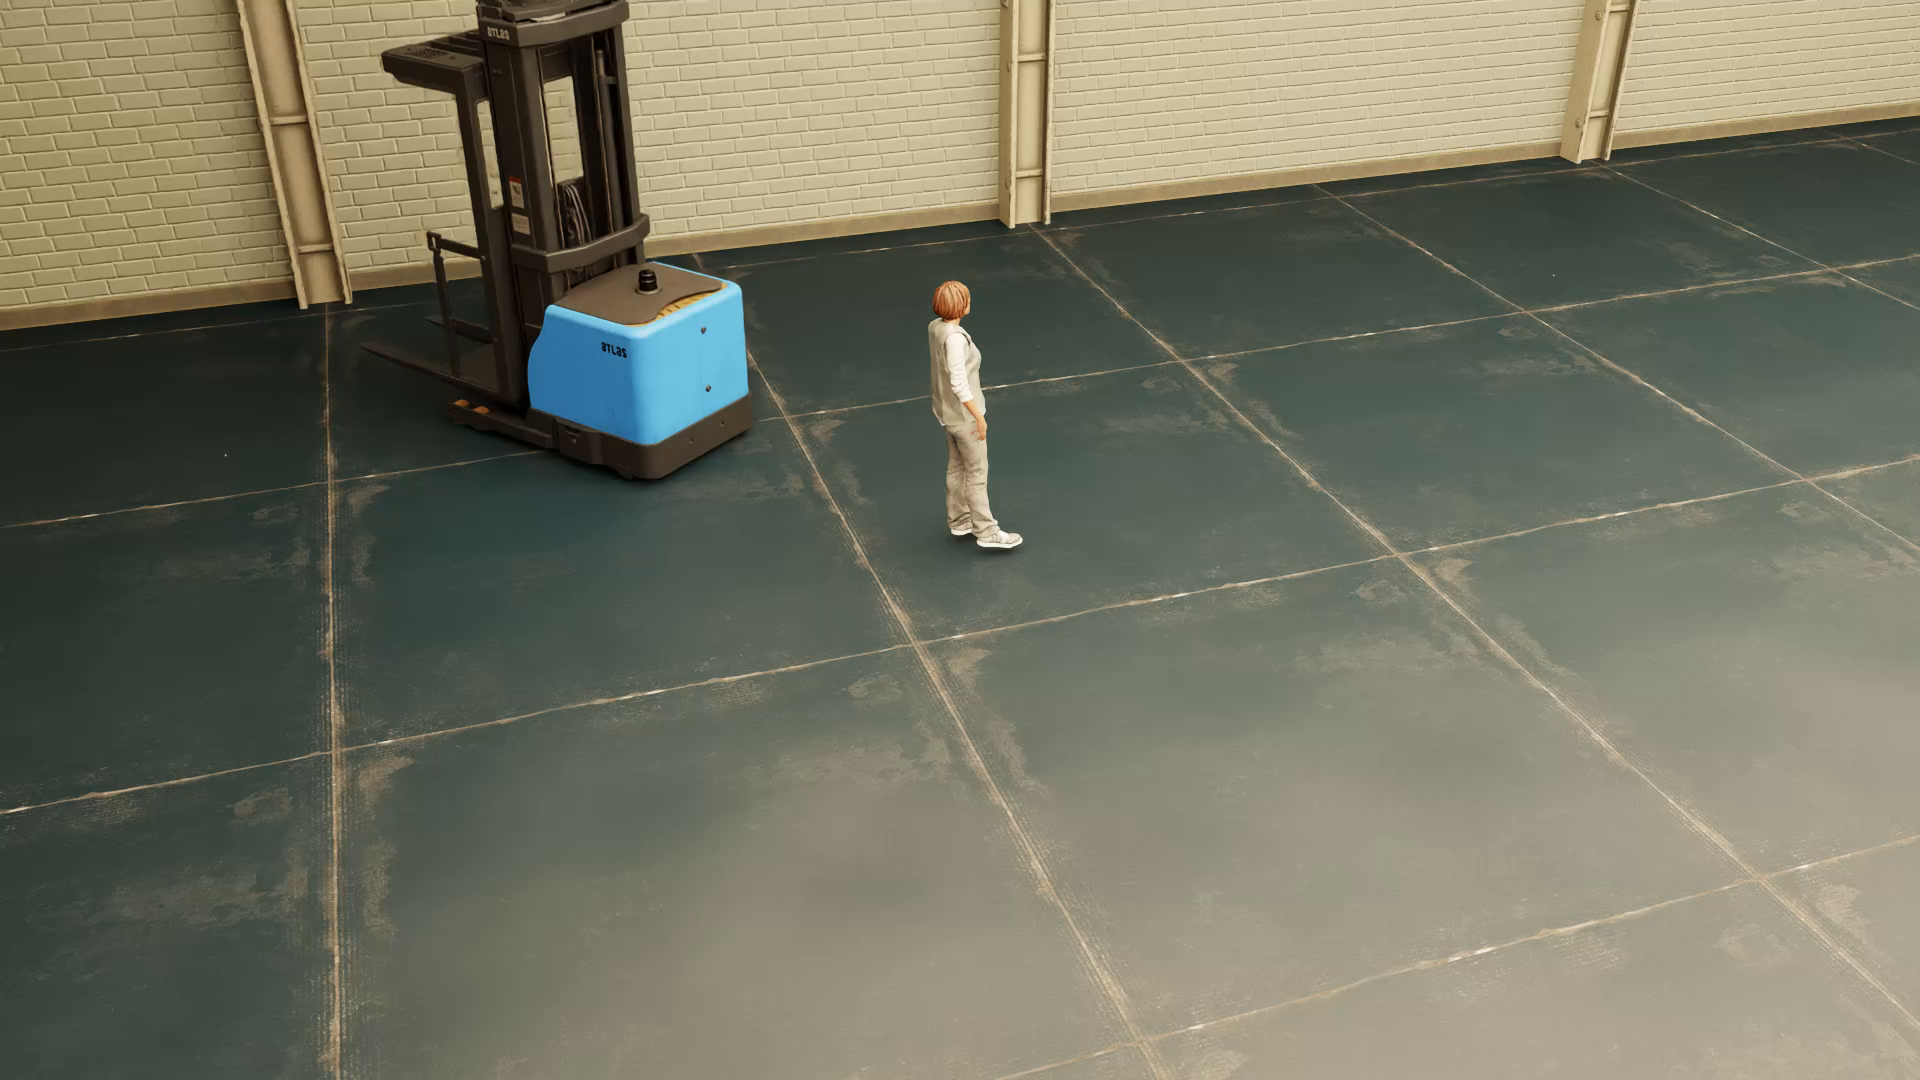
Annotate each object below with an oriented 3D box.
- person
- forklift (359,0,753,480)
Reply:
[{"bbox_3d":[0.074,-0.738,9.613,0.475,1.596,0.520,-10,31,-16],"label":"person"},{"bbox_3d":[-2.908,-2.209,10.926,3.031,2.935,1.130,18,35,29],"label":"forklift"}]
